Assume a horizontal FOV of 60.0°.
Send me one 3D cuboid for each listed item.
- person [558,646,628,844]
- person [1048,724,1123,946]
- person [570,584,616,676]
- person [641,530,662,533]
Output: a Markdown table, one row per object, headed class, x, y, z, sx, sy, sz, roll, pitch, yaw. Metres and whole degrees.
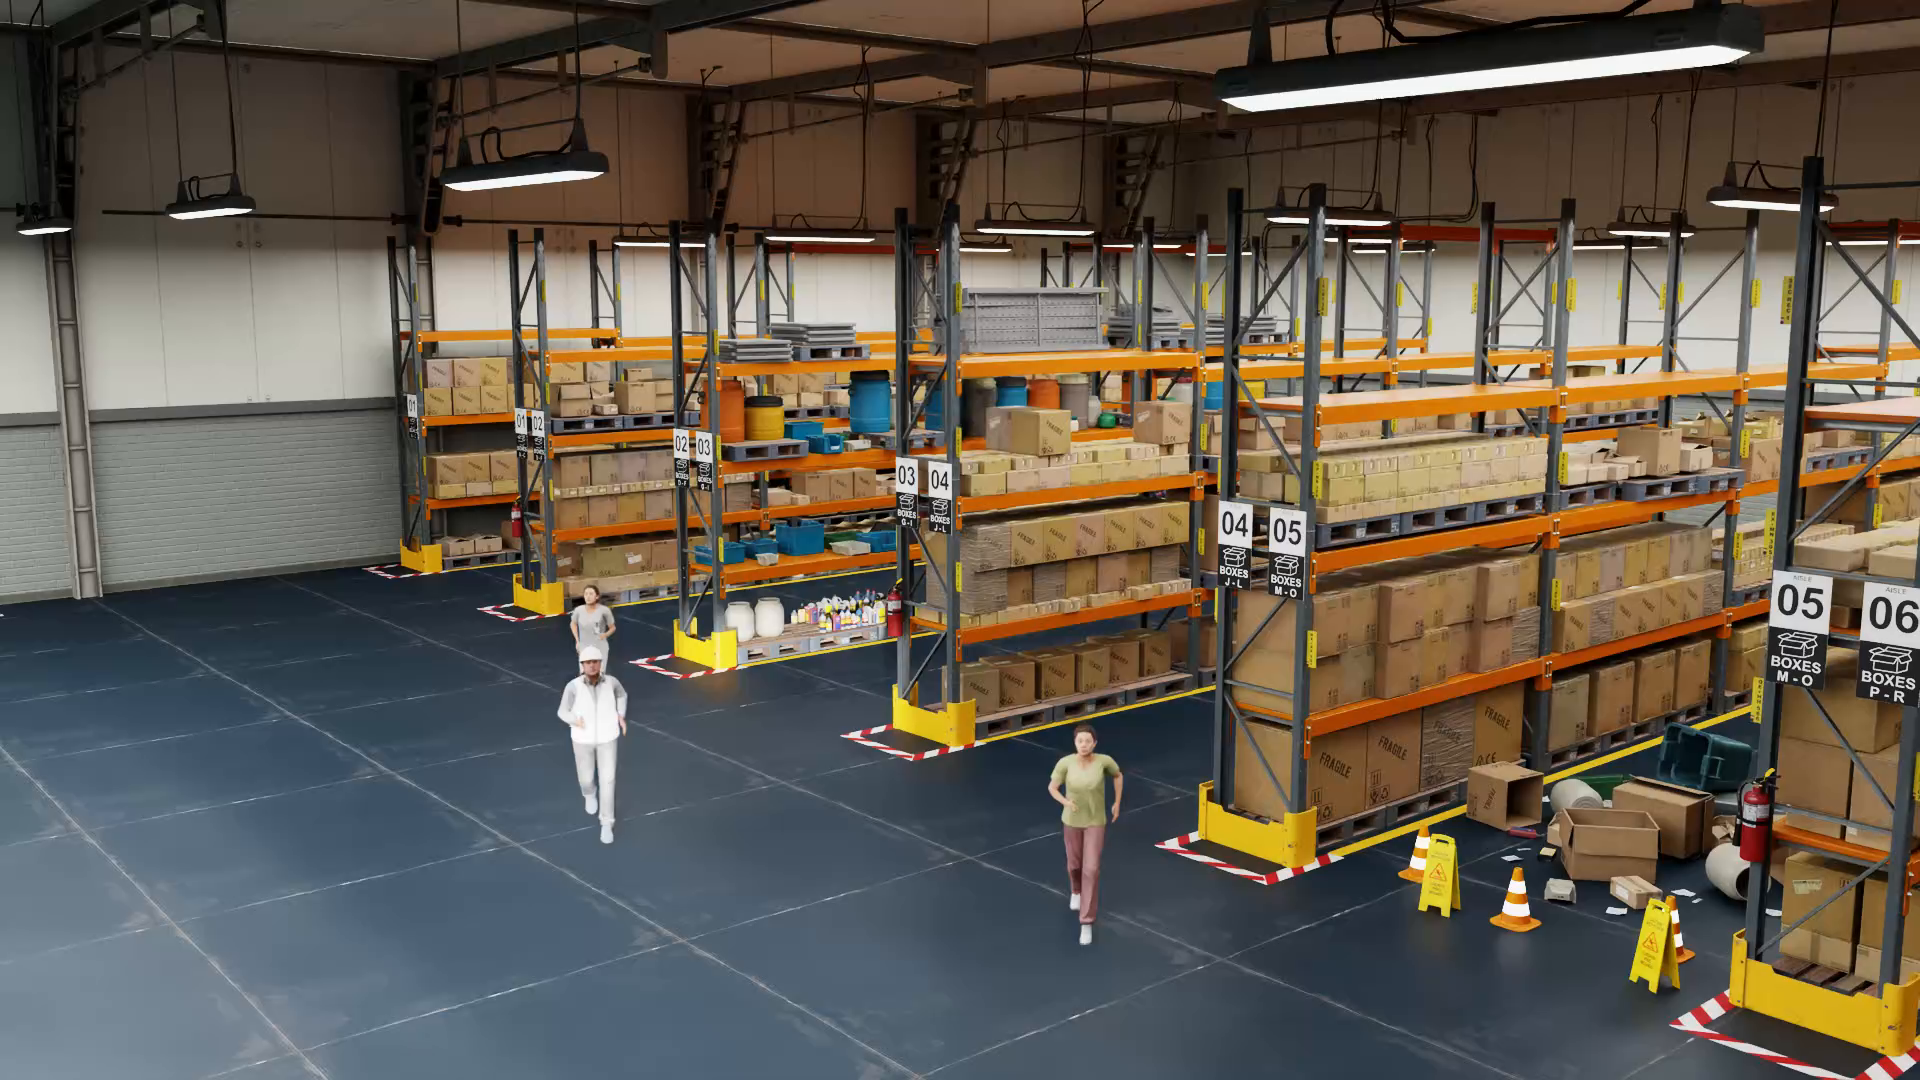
| class | x | y | z | sx | sy | sz | roll | pitch | yaw |
| --- | --- | --- | --- | --- | --- | --- | --- | --- | --- |
| person | -3.447 | 1.875 | 15.703 | 0.662 | 1.774 | 0.970 | -2 | 9 | -15 |
| person | 1.004 | 2.310 | 13.394 | 0.591 | 1.682 | 0.851 | 1 | 9 | 7 |
| person | -4.343 | 1.335 | 19.699 | 0.546 | 1.636 | 0.608 | -1 | 9 | -8 |
| person | -5.584 | -0.257 | 30.116 | 0.577 | 1.694 | 0.719 | 7 | 11 | 39 |
